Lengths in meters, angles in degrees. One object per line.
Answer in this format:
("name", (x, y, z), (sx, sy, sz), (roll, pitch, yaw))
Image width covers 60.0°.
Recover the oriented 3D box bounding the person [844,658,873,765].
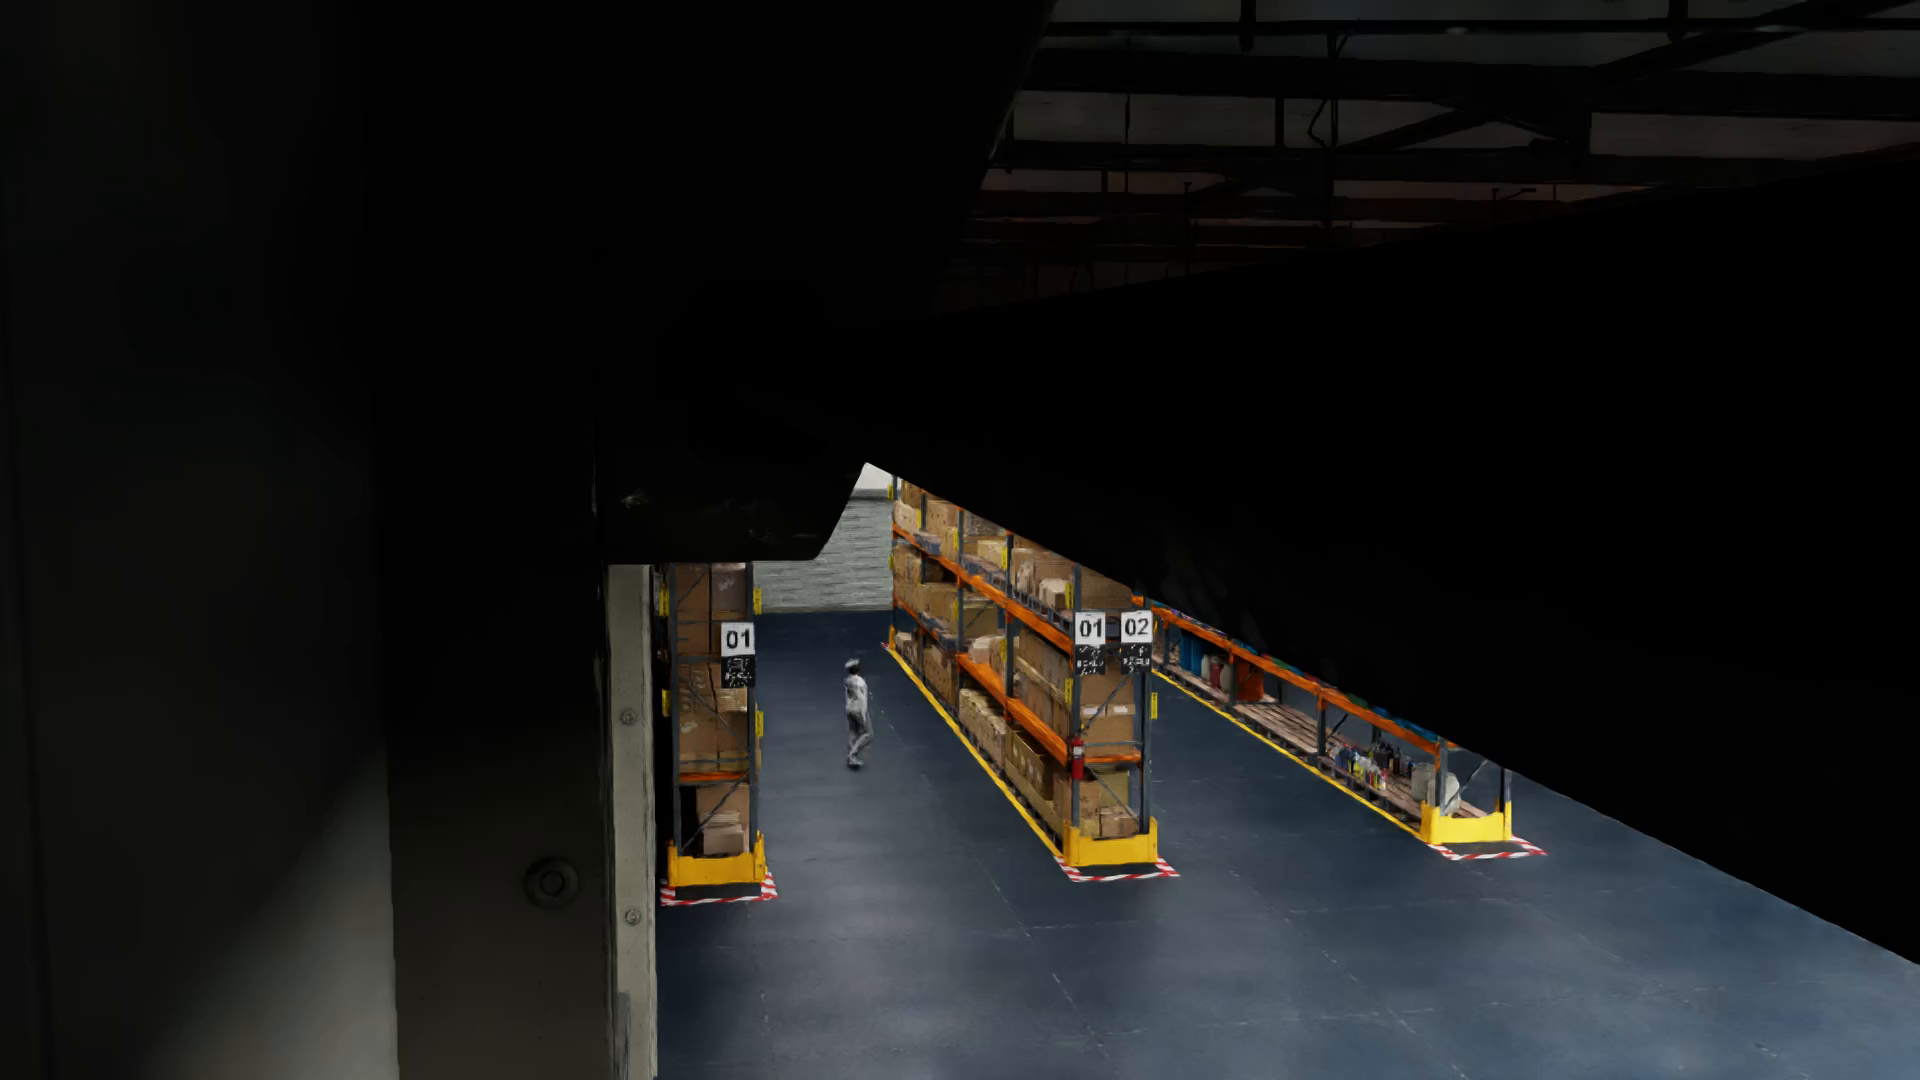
("person", (-1.634, 2.695, 25.953), (0.414, 1.675, 0.517), (-5, 8, -38))
